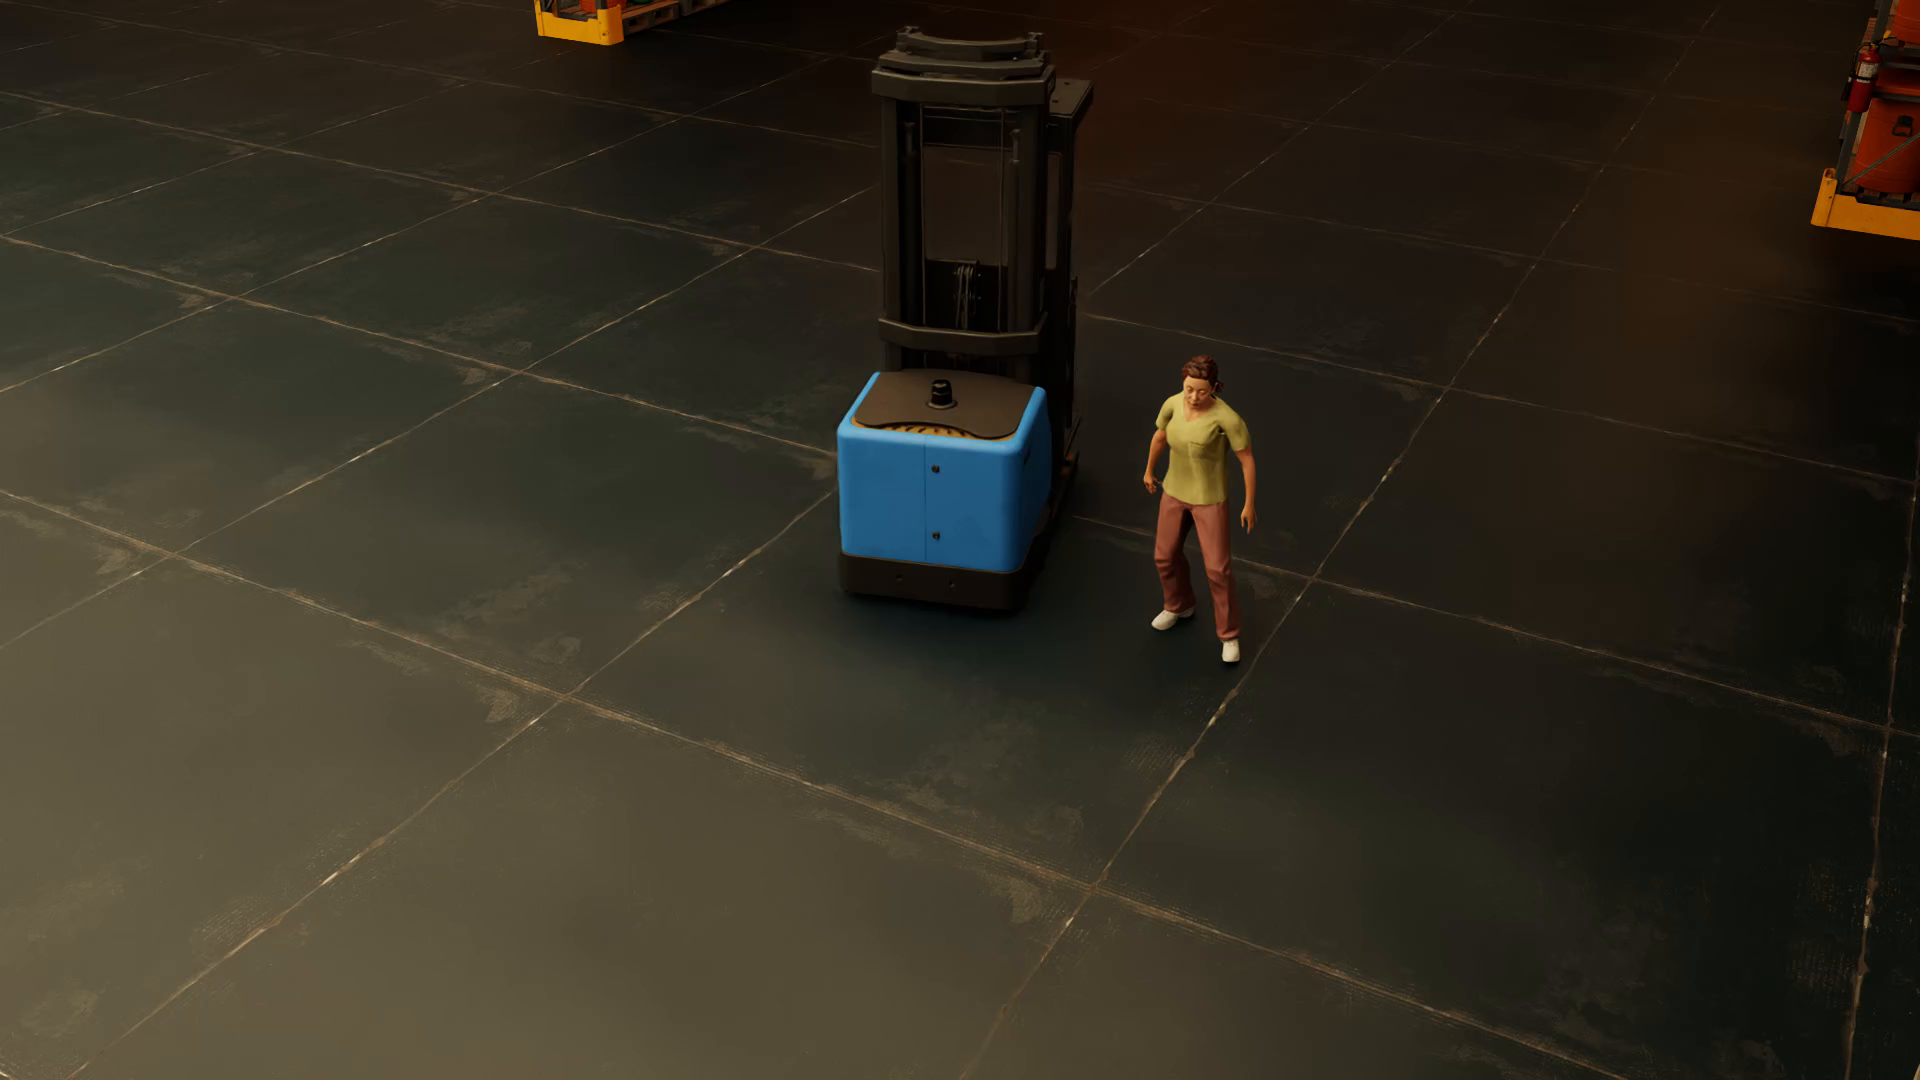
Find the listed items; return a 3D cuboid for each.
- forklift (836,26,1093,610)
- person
[{"bbox_3d":[0.146,-1.603,9.848,1.130,2.935,3.031,6,31,11],"label":"forklift"},{"bbox_3d":[1.258,-0.217,8.737,0.759,1.648,0.366,20,36,31],"label":"person"}]
